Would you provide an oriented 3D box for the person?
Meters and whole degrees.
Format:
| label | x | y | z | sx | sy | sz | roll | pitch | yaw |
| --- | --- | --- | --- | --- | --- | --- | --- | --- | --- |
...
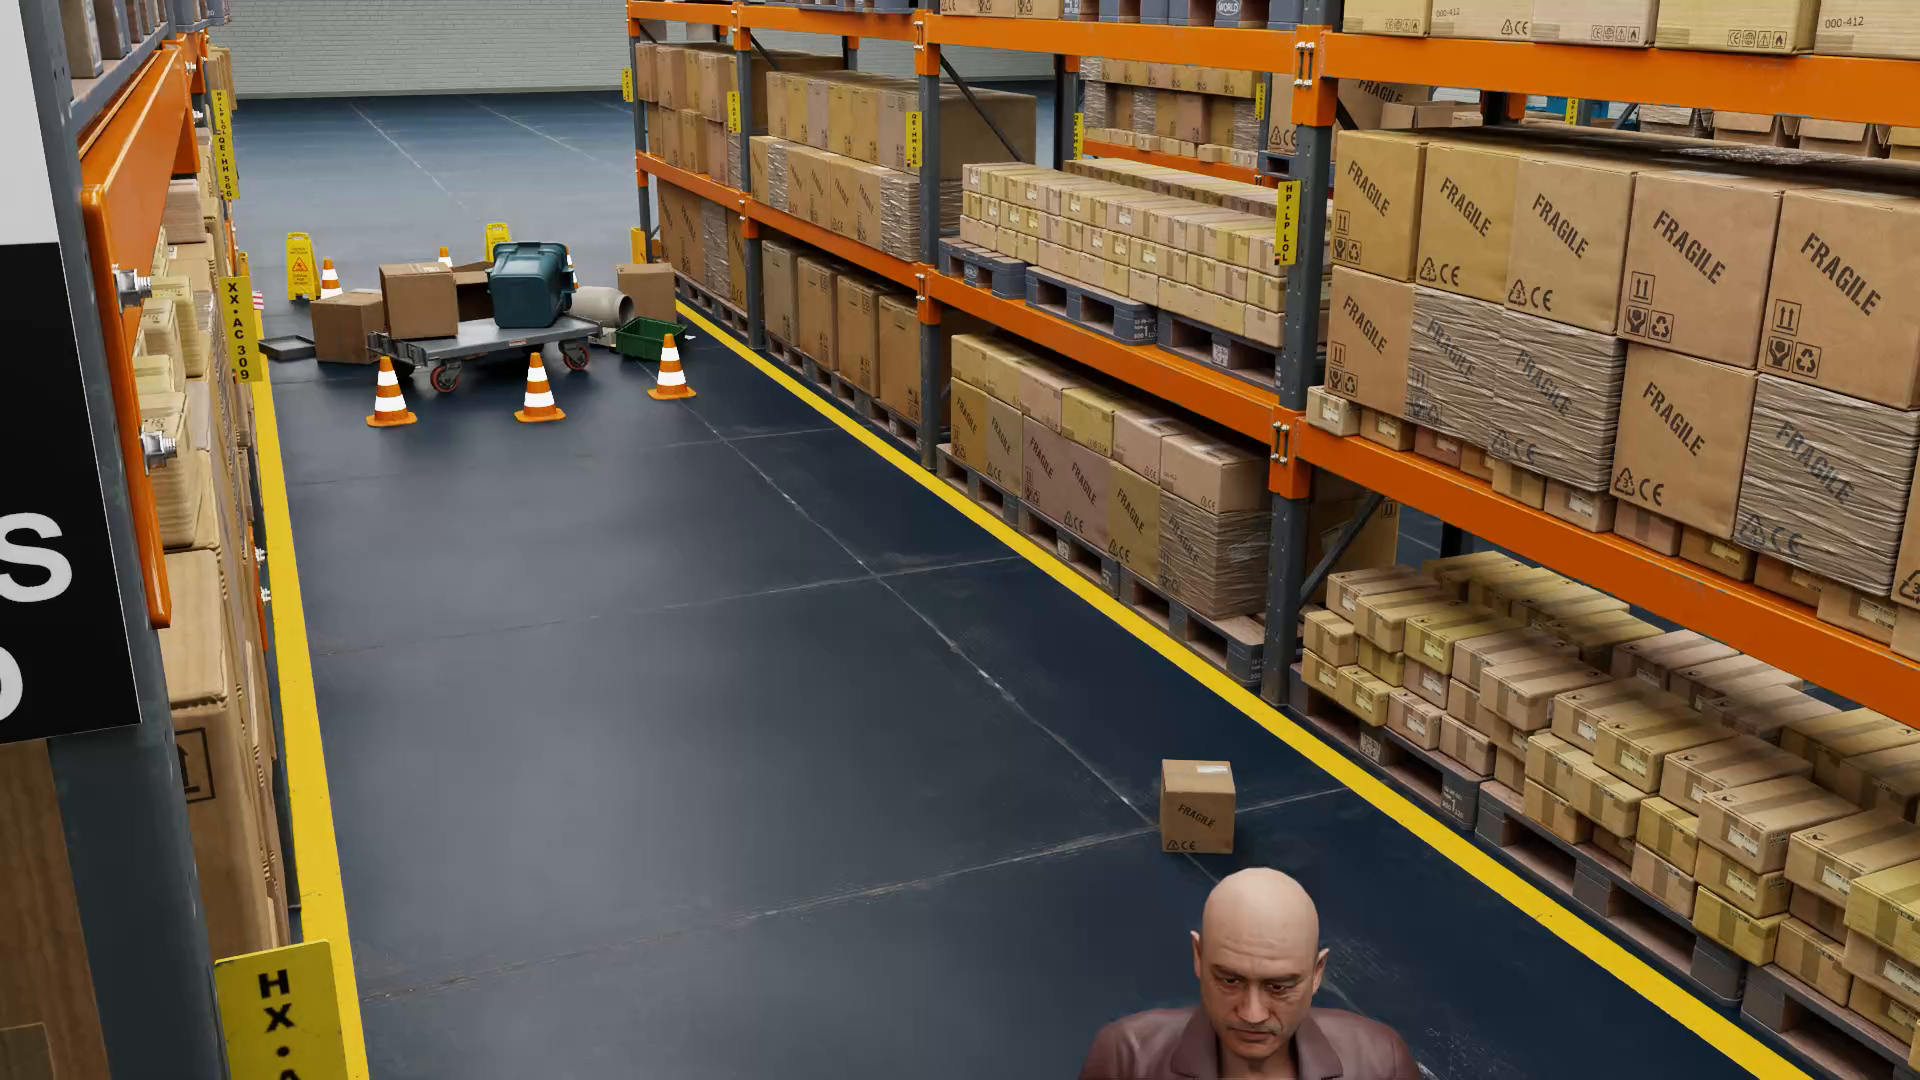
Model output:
| label | x | y | z | sx | sy | sz | roll | pitch | yaw |
| --- | --- | --- | --- | --- | --- | --- | --- | --- | --- |
| person | 0.444 | 1.306 | 2.652 | 0.581 | 1.759 | 0.877 | 1 | 19 | 3 |
